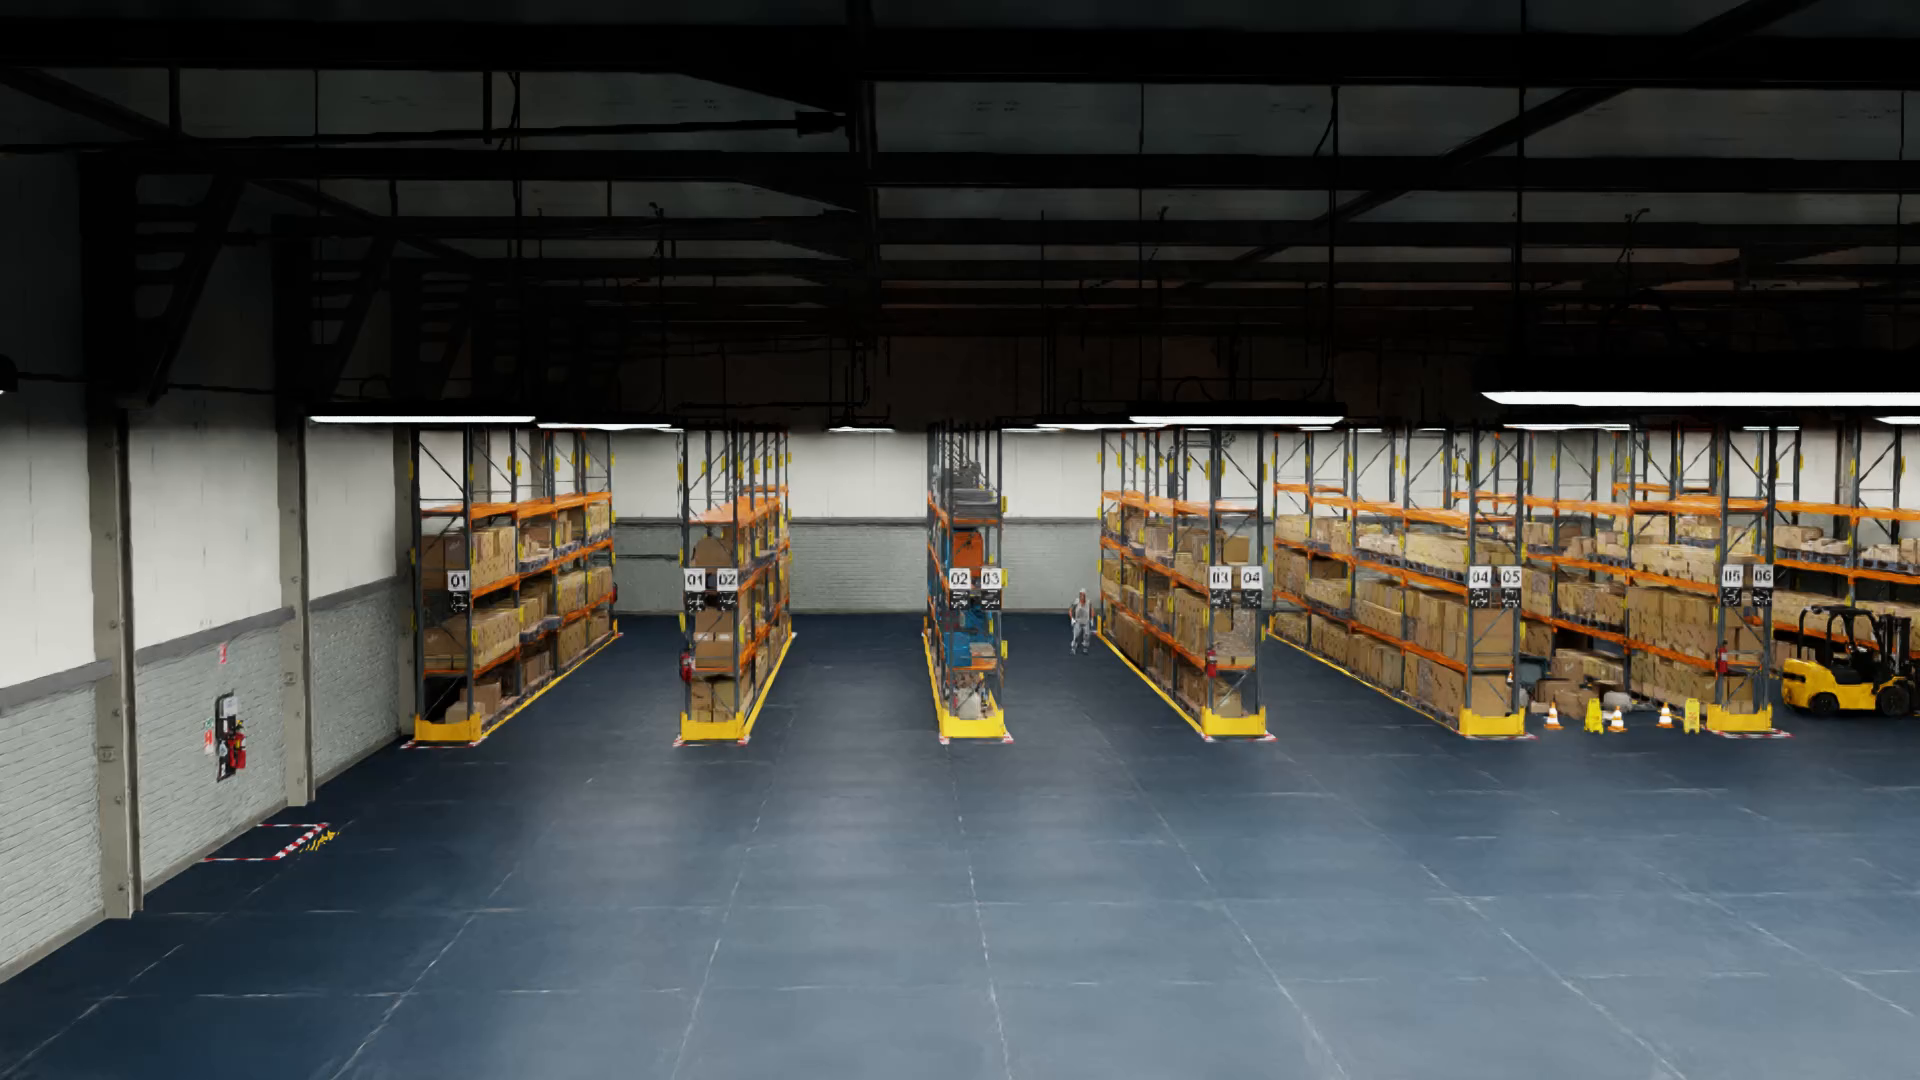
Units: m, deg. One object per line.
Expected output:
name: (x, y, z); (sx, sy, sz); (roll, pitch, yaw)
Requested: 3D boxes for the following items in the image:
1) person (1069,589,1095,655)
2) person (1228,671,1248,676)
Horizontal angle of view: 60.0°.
person: (3.147, 2.111, 42.972); (0.677, 1.742, 0.552); (0, 4, -4)
person: (6.502, 2.334, 39.380); (0.598, 1.698, 1.193); (0, 4, 0)
